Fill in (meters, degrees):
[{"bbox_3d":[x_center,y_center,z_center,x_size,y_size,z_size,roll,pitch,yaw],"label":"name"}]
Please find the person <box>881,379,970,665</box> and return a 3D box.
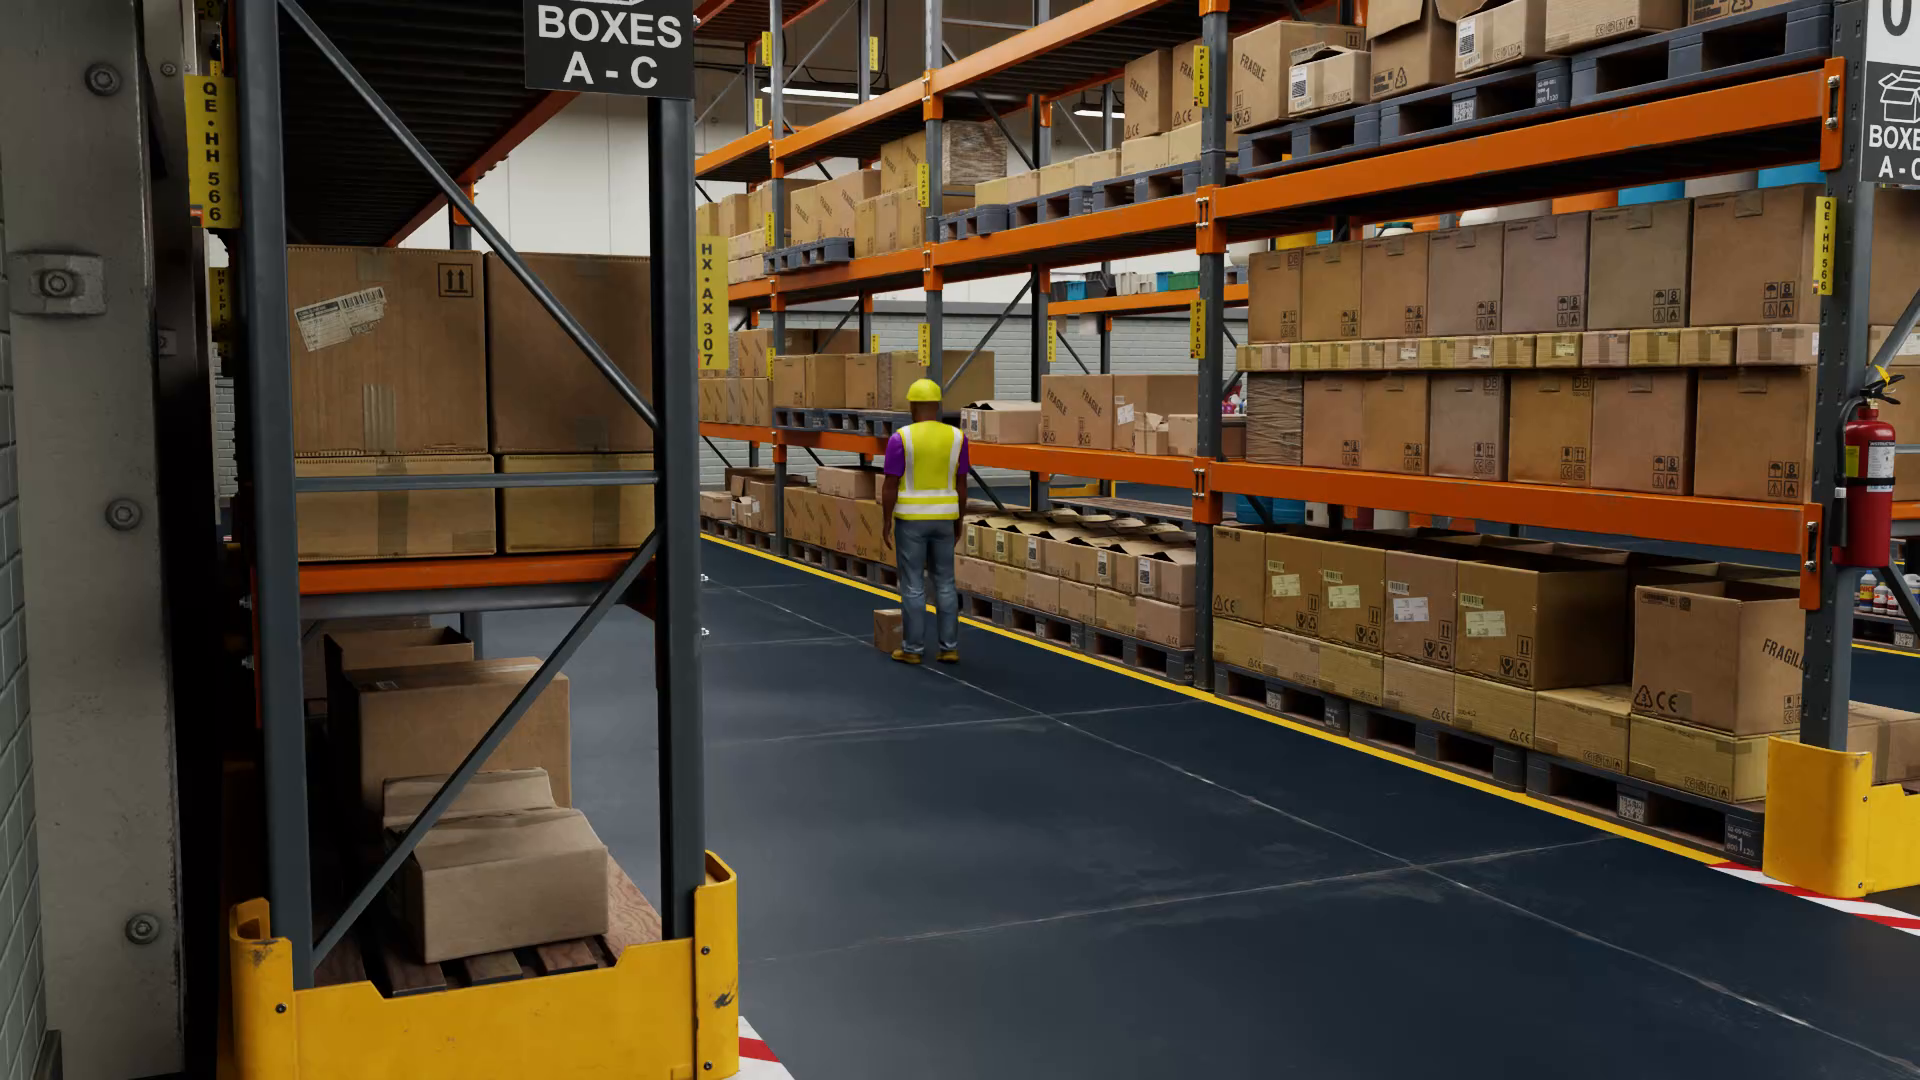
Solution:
[{"bbox_3d":[-0.227,-0.098,10.391,0.566,1.807,0.357,-2,6,-22],"label":"person"}]
